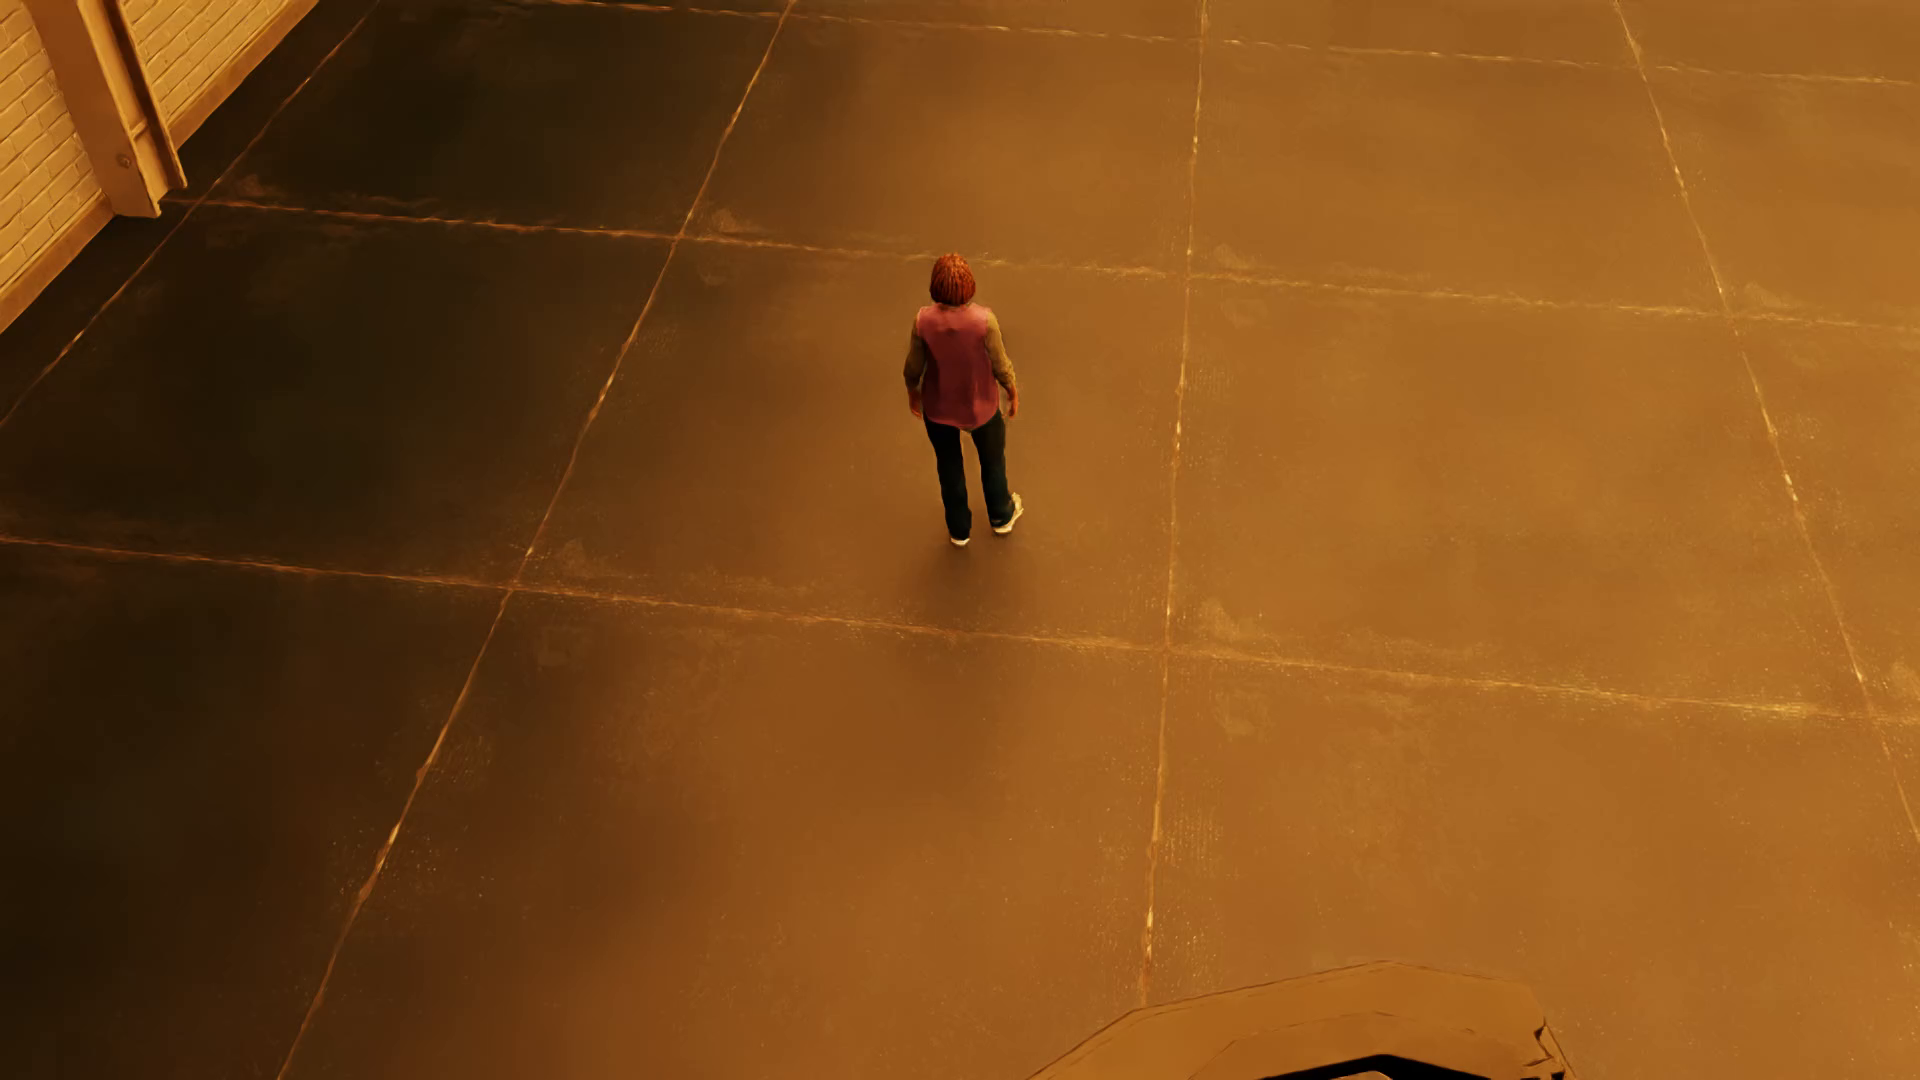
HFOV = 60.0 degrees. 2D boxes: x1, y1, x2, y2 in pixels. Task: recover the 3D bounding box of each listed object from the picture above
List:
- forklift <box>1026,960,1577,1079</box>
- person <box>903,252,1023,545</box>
[{"bbox_3d":[0.701,2.299,3.221,1.130,2.935,3.031,-8,43,-9],"label":"forklift"},{"bbox_3d":[0.024,-0.642,7.399,0.520,1.597,0.474,5,43,6],"label":"person"}]
